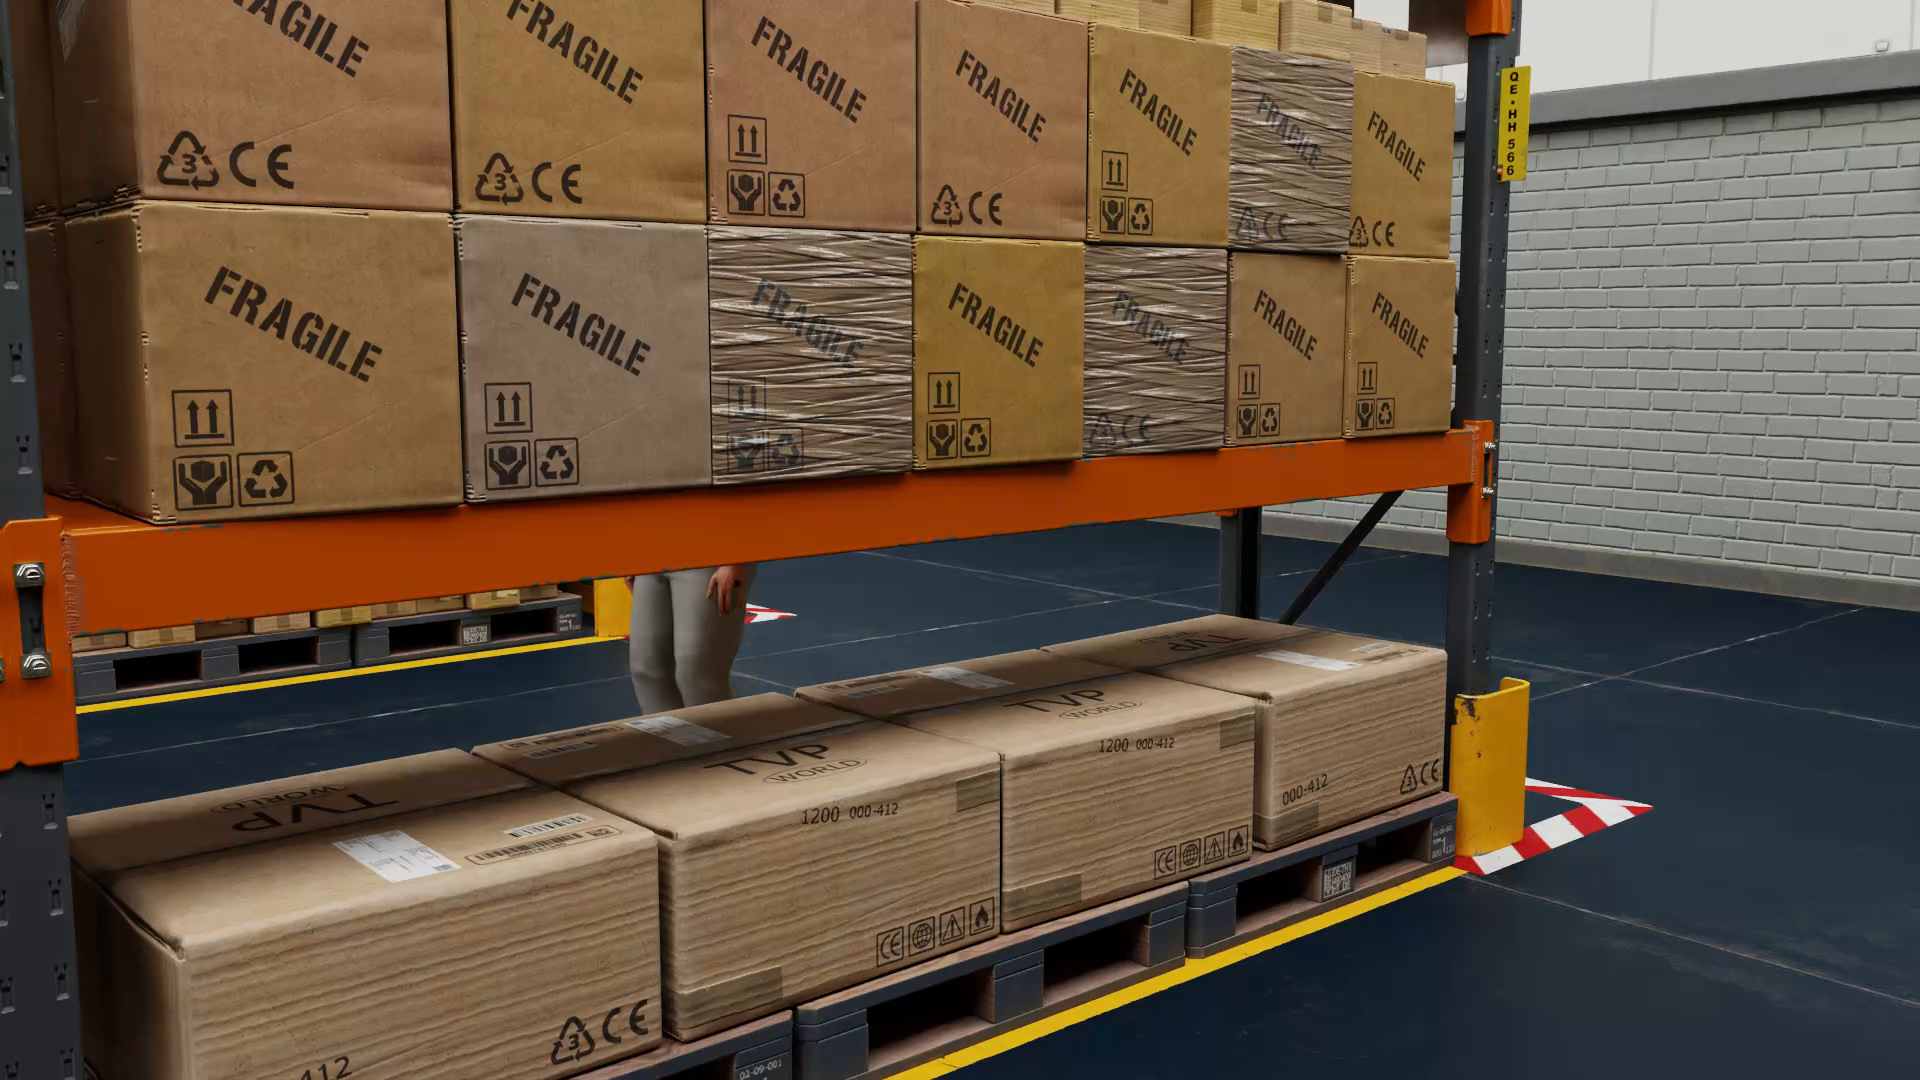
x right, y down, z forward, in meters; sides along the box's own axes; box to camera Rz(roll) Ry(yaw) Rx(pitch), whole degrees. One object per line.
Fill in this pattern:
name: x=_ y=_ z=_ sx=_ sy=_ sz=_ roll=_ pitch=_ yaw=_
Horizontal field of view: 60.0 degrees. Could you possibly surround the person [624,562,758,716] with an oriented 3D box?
person: x=-0.866 y=0.049 z=5.374 sx=0.437 sy=1.747 sz=0.604 roll=-7 pitch=10 yaw=-44
